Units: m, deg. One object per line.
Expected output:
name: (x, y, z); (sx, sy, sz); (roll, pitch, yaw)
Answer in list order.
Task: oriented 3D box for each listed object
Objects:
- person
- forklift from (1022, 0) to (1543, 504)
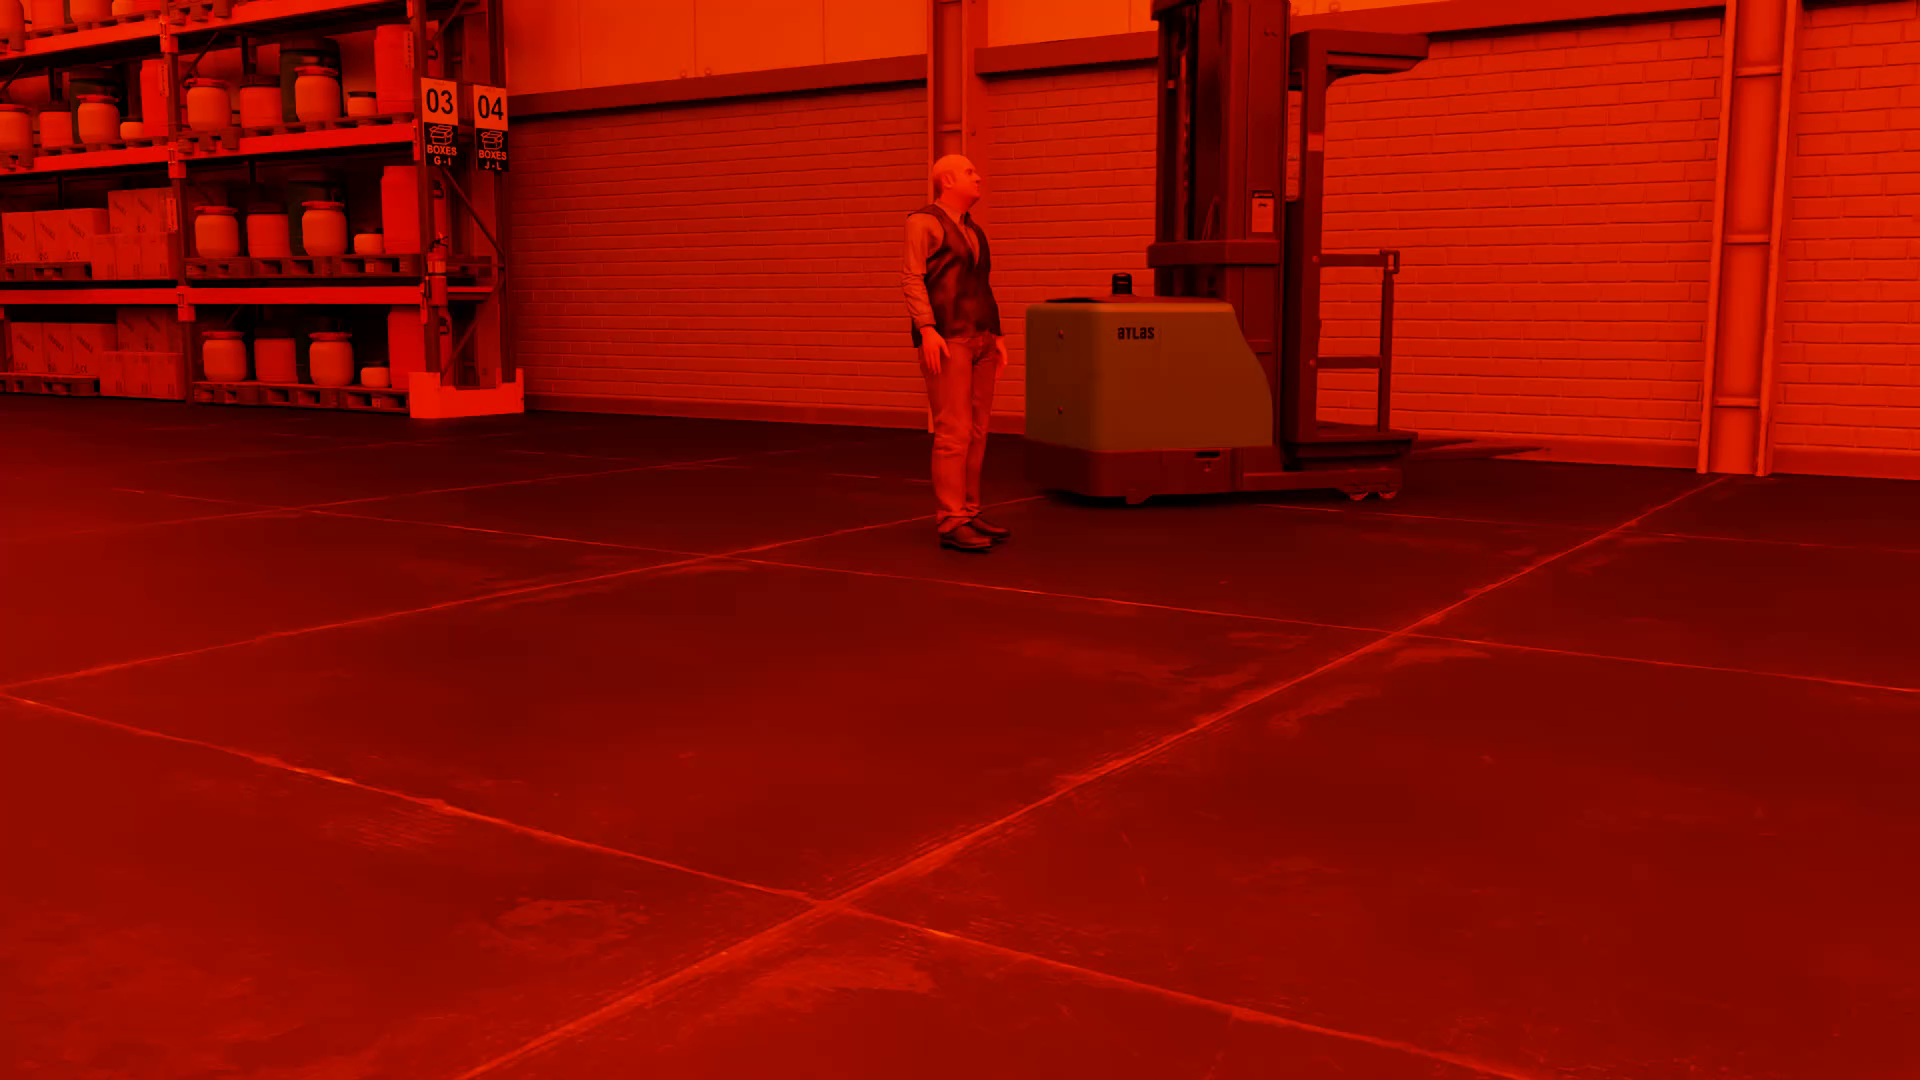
person: (0.047, -0.854, 7.440); (0.568, 1.720, 0.632); (5, 10, 34)
forklift: (1.925, -1.743, 9.449); (3.031, 2.935, 1.130); (-3, 9, -21)
